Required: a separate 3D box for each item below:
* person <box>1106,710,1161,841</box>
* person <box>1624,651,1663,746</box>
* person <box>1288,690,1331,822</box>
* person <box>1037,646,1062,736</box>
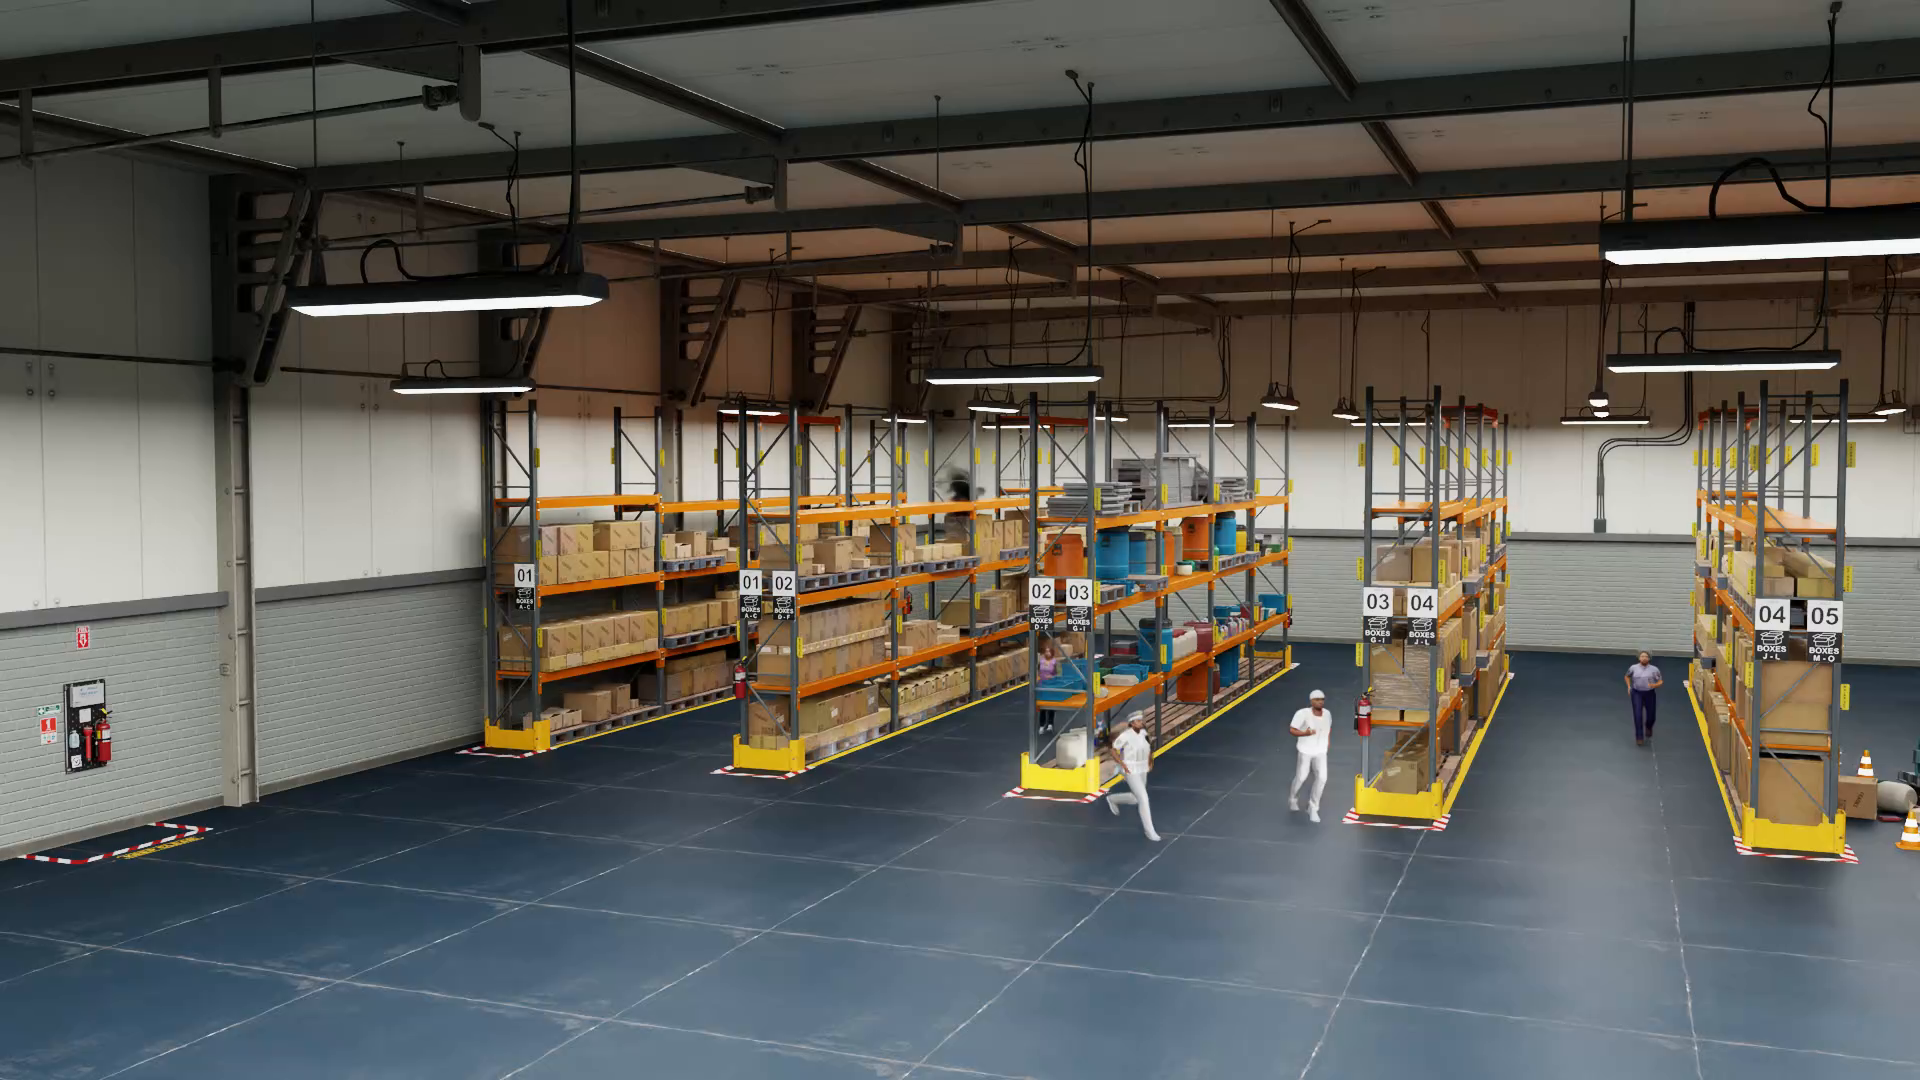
[{"bbox_3d":[2.308,3.099,22.127,0.545,1.708,1.032,-3,4,-44],"label":"person"},{"bbox_3d":[11.970,2.751,29.130,0.619,1.617,0.862,1,3,20],"label":"person"},{"bbox_3d":[4.907,2.988,23.162,0.696,1.829,0.746,0,3,-9],"label":"person"},{"bbox_3d":[1.587,2.716,30.080,0.515,1.621,0.663,0,3,9],"label":"person"}]
